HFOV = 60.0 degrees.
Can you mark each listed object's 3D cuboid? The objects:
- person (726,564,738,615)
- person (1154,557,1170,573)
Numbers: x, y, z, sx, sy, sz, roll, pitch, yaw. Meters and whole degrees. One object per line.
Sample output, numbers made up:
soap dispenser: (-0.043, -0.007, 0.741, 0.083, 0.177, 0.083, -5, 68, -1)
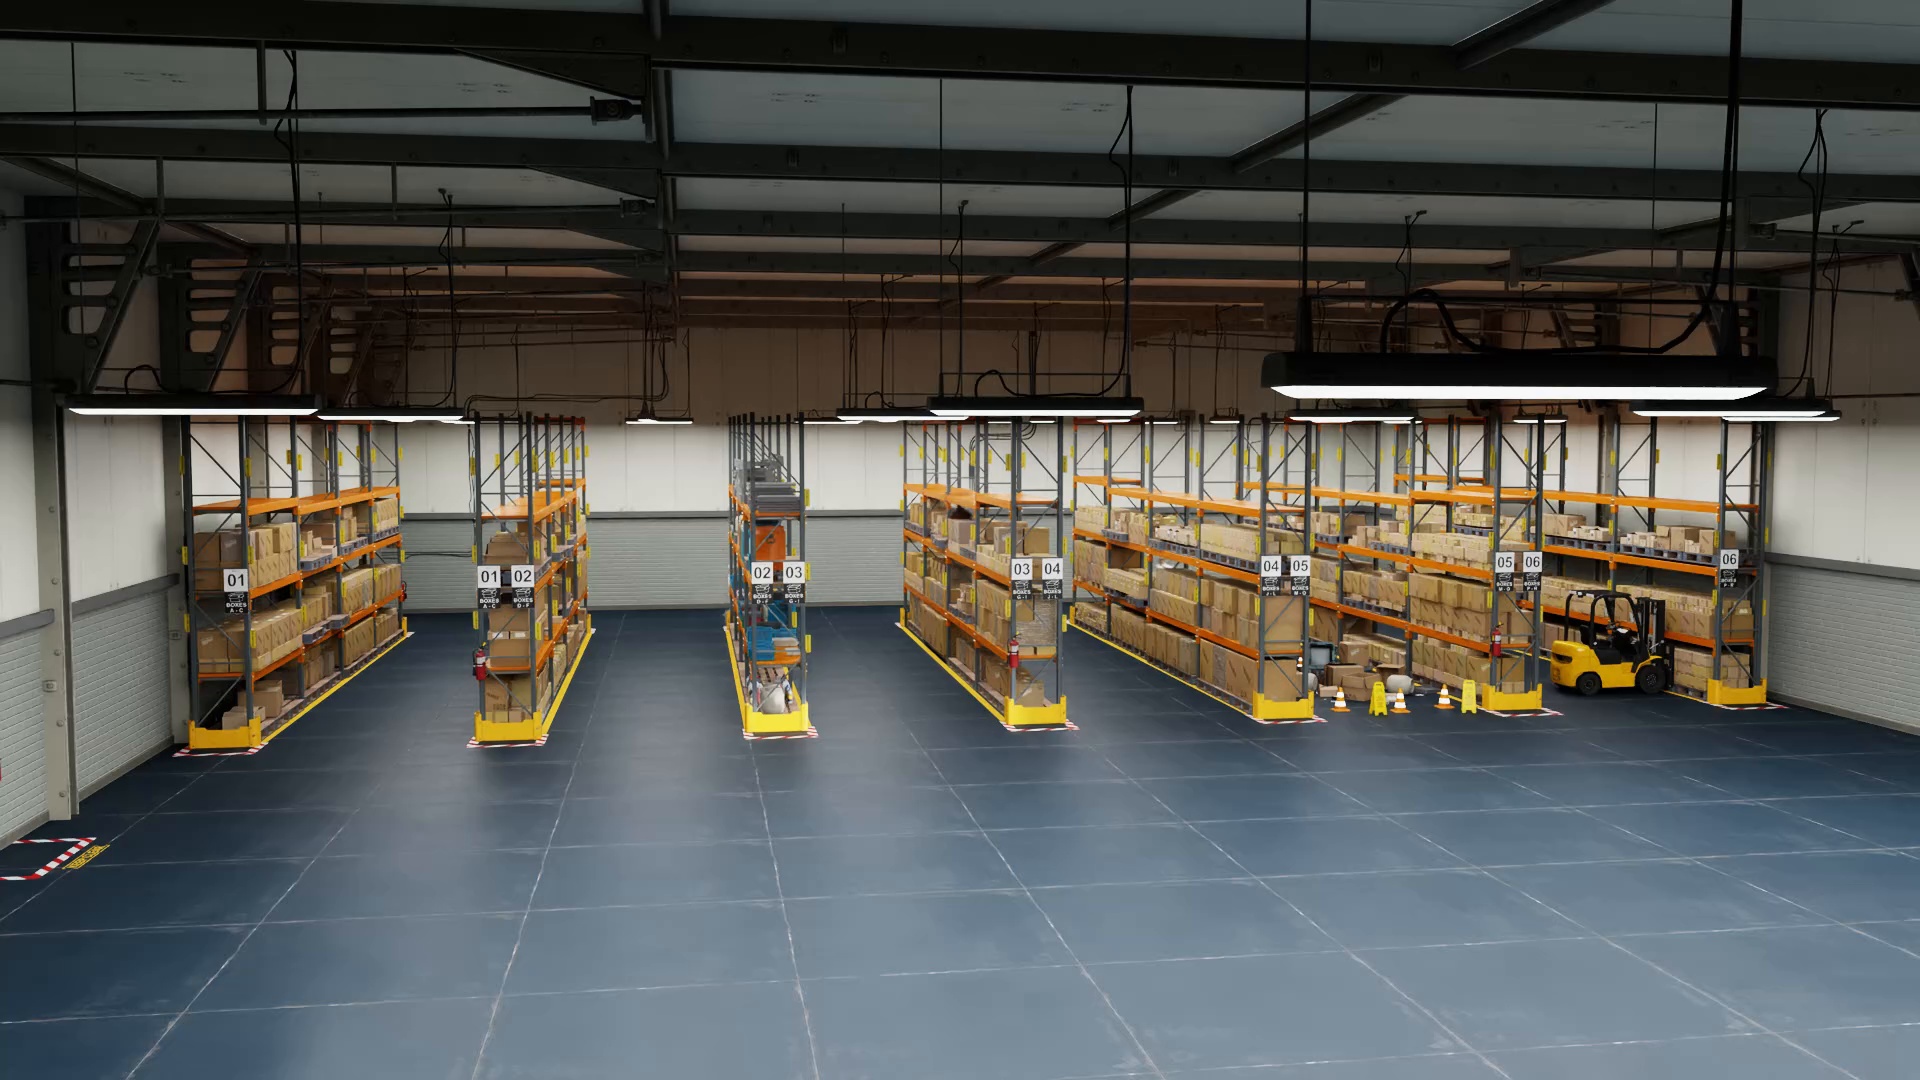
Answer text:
person: (-6.463, 1.553, 48.264, 0.655, 1.748, 0.560, -1, 4, -9)
person: (6.179, 1.346, 51.351, 0.485, 1.803, 0.536, -2, 4, -26)
